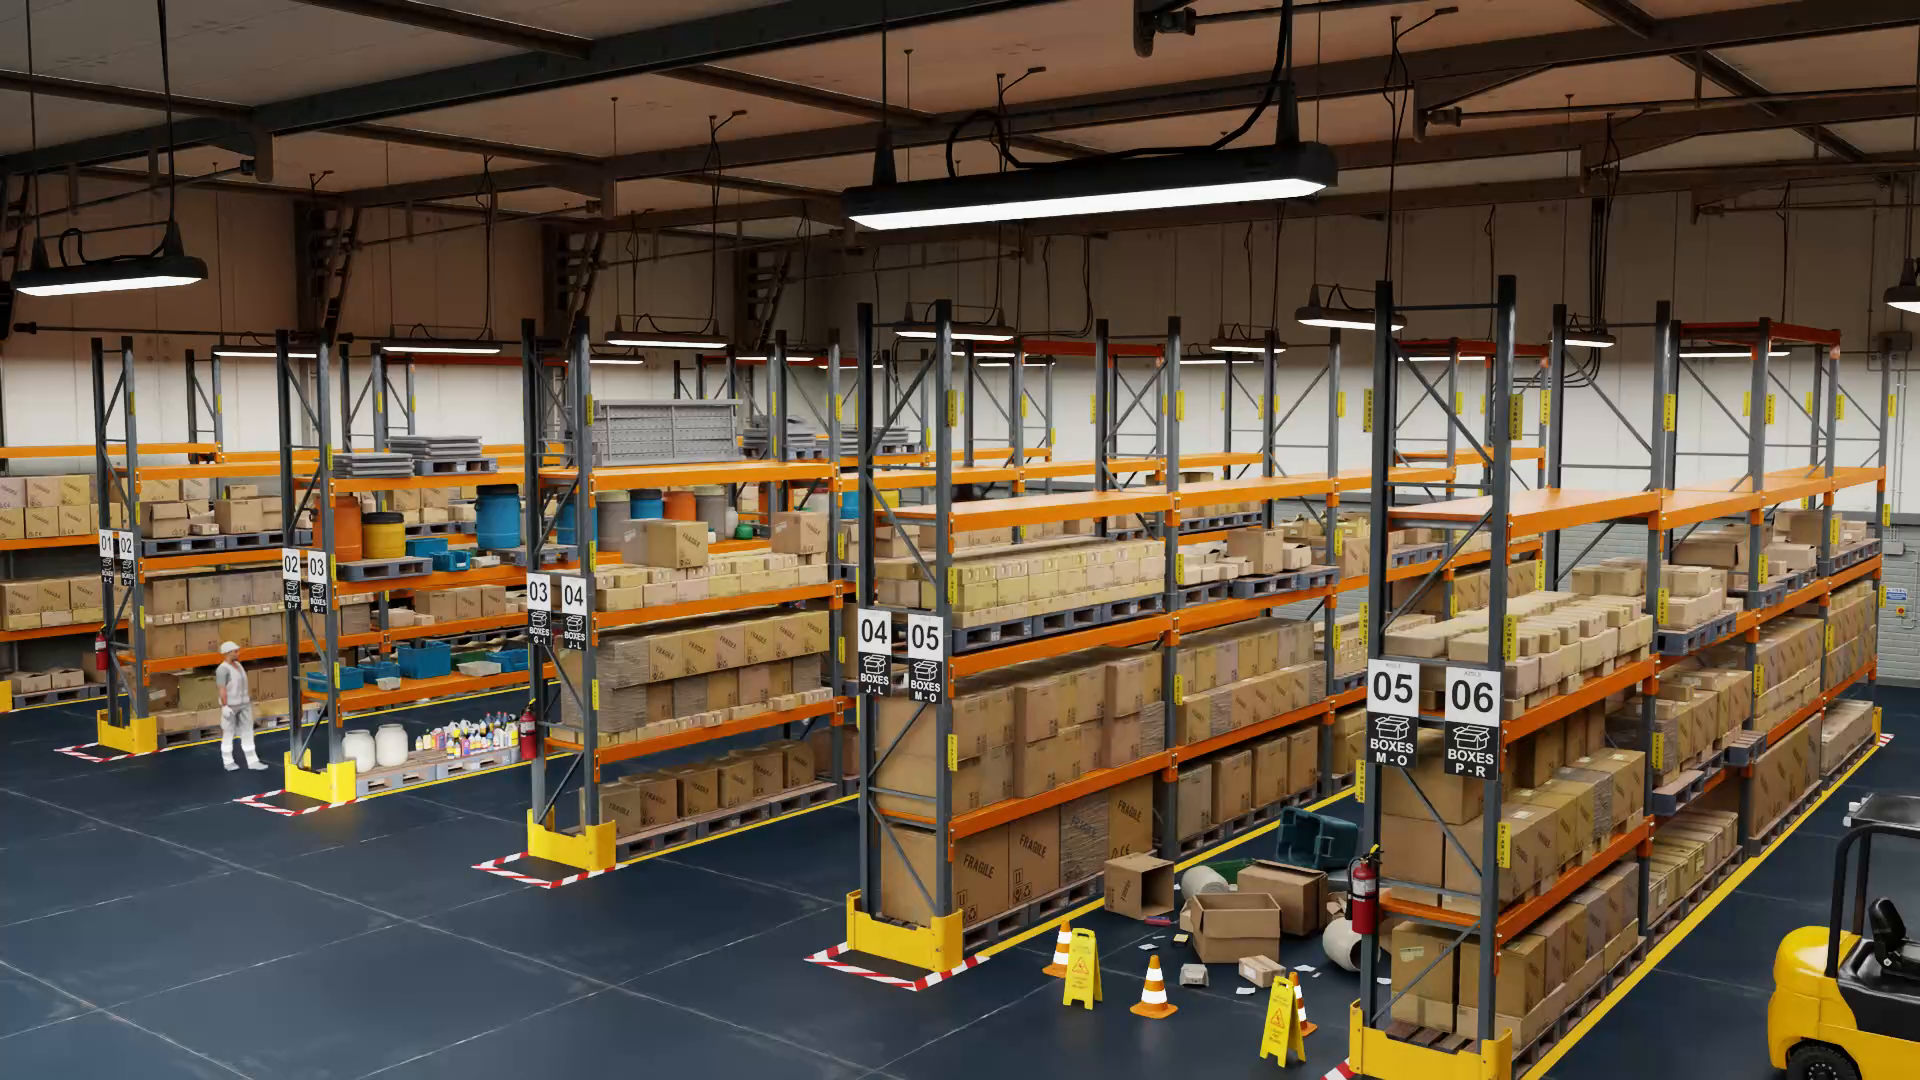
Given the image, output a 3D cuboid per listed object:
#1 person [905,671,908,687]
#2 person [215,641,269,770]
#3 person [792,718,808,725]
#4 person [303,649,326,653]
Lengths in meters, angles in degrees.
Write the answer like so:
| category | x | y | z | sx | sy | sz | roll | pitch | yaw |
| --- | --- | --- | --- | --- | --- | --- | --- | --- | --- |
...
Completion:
| category | x | y | z | sx | sy | sz | roll | pitch | yaw |
| --- | --- | --- | --- | --- | --- | --- | --- | --- | --- |
| person | -0.582 | 2.460 | 20.815 | 0.511 | 1.755 | 0.538 | -2 | 5 | -17 |
| person | -9.907 | 2.284 | 22.856 | 0.656 | 1.782 | 0.545 | 3 | 6 | 27 |
| person | -2.596 | 2.106 | 26.251 | 0.452 | 1.601 | 0.436 | 0 | 5 | -3 |
| person | -10.993 | 1.859 | 28.489 | 0.539 | 1.676 | 0.497 | 1 | 5 | 14 |
